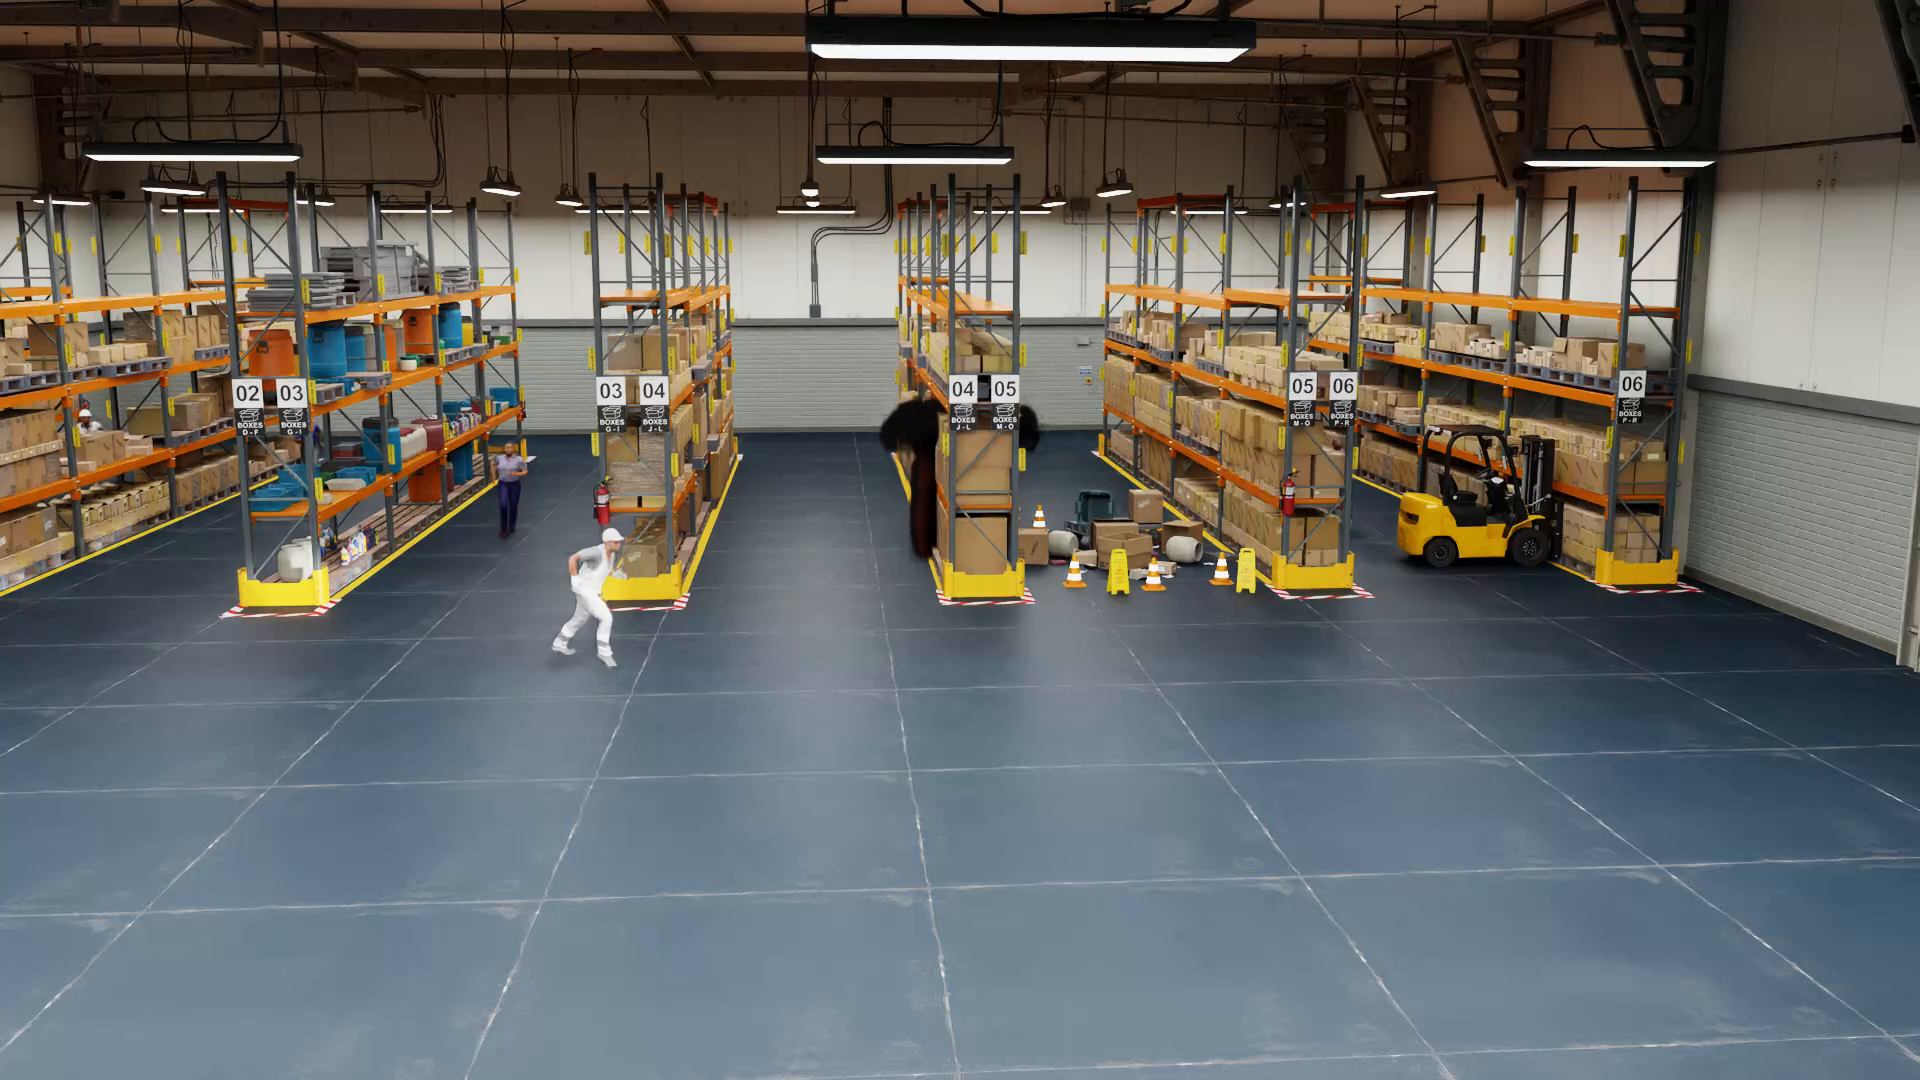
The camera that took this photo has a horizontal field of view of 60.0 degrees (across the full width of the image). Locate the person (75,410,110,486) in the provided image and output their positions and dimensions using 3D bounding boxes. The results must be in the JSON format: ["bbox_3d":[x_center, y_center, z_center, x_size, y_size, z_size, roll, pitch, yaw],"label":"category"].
[{"bbox_3d":[-18.134,-1.907,34.741,0.649,1.662,0.748,-3,10,-17],"label":"person"}]

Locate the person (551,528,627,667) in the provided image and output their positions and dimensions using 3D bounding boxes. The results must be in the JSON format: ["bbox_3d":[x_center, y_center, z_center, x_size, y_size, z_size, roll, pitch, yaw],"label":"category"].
[{"bbox_3d":[-4.505,0.702,20.051,1.034,1.727,0.712,3,10,16],"label":"person"}]

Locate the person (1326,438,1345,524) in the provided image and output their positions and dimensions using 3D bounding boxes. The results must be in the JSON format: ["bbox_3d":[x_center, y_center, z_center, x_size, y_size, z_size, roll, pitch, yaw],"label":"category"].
[{"bbox_3d":[6.835,-1.049,30.022,0.545,1.570,0.925,-2,10,-12],"label":"person"}]

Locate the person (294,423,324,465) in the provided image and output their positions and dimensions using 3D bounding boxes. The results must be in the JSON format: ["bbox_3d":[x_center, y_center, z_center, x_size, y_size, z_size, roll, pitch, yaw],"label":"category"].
[{"bbox_3d":[-13.470,-1.840,34.434,0.590,1.622,0.967,-4,11,-23],"label":"person"}]

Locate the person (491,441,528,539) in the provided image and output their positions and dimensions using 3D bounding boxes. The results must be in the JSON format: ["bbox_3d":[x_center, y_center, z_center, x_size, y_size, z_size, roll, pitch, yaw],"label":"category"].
[{"bbox_3d":[-7.852,-0.884,29.025,0.598,1.693,0.697,-3,10,-16],"label":"person"}]
